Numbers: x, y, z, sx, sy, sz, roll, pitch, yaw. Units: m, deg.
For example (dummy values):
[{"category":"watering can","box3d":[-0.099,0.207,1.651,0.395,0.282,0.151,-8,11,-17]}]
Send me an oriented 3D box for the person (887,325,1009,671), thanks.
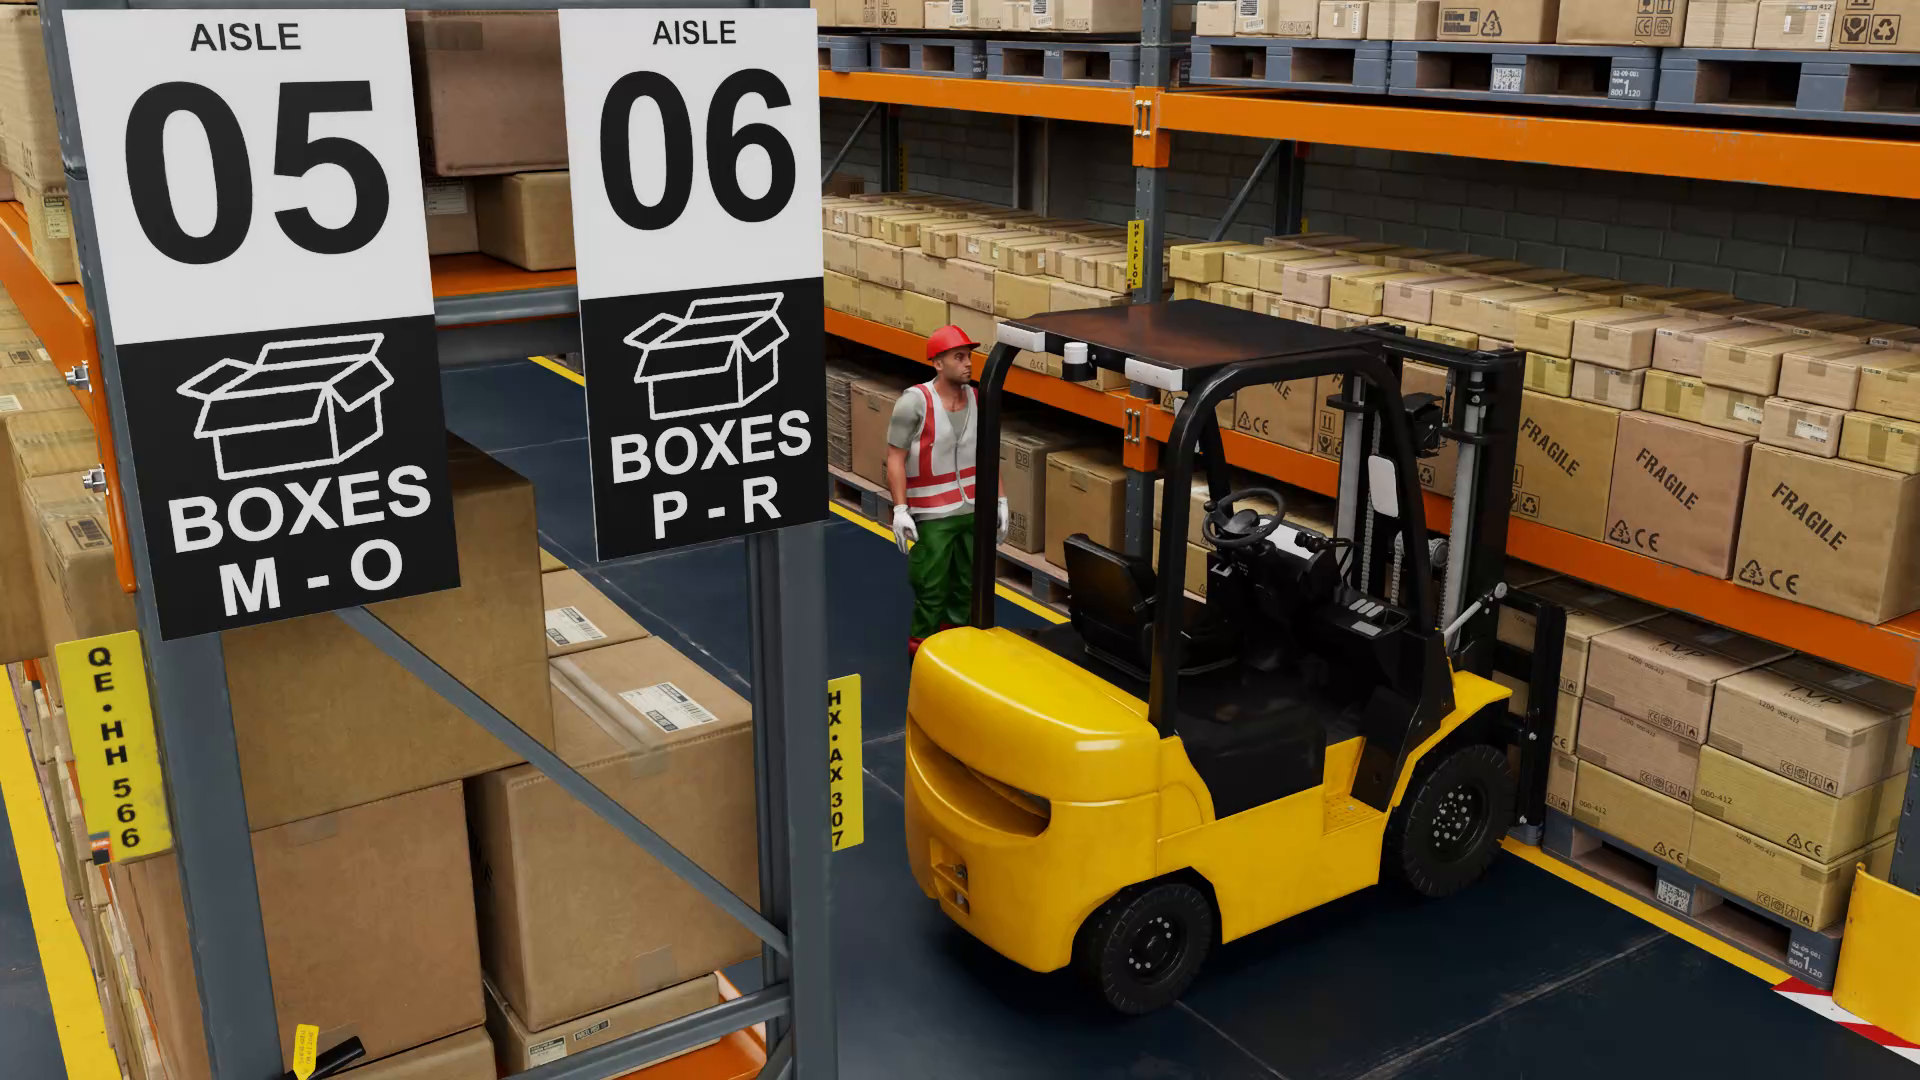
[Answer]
[{"category":"person","box3d":[-0.013,-0.093,7.774,0.638,1.787,0.564,-11,21,-31]}]
